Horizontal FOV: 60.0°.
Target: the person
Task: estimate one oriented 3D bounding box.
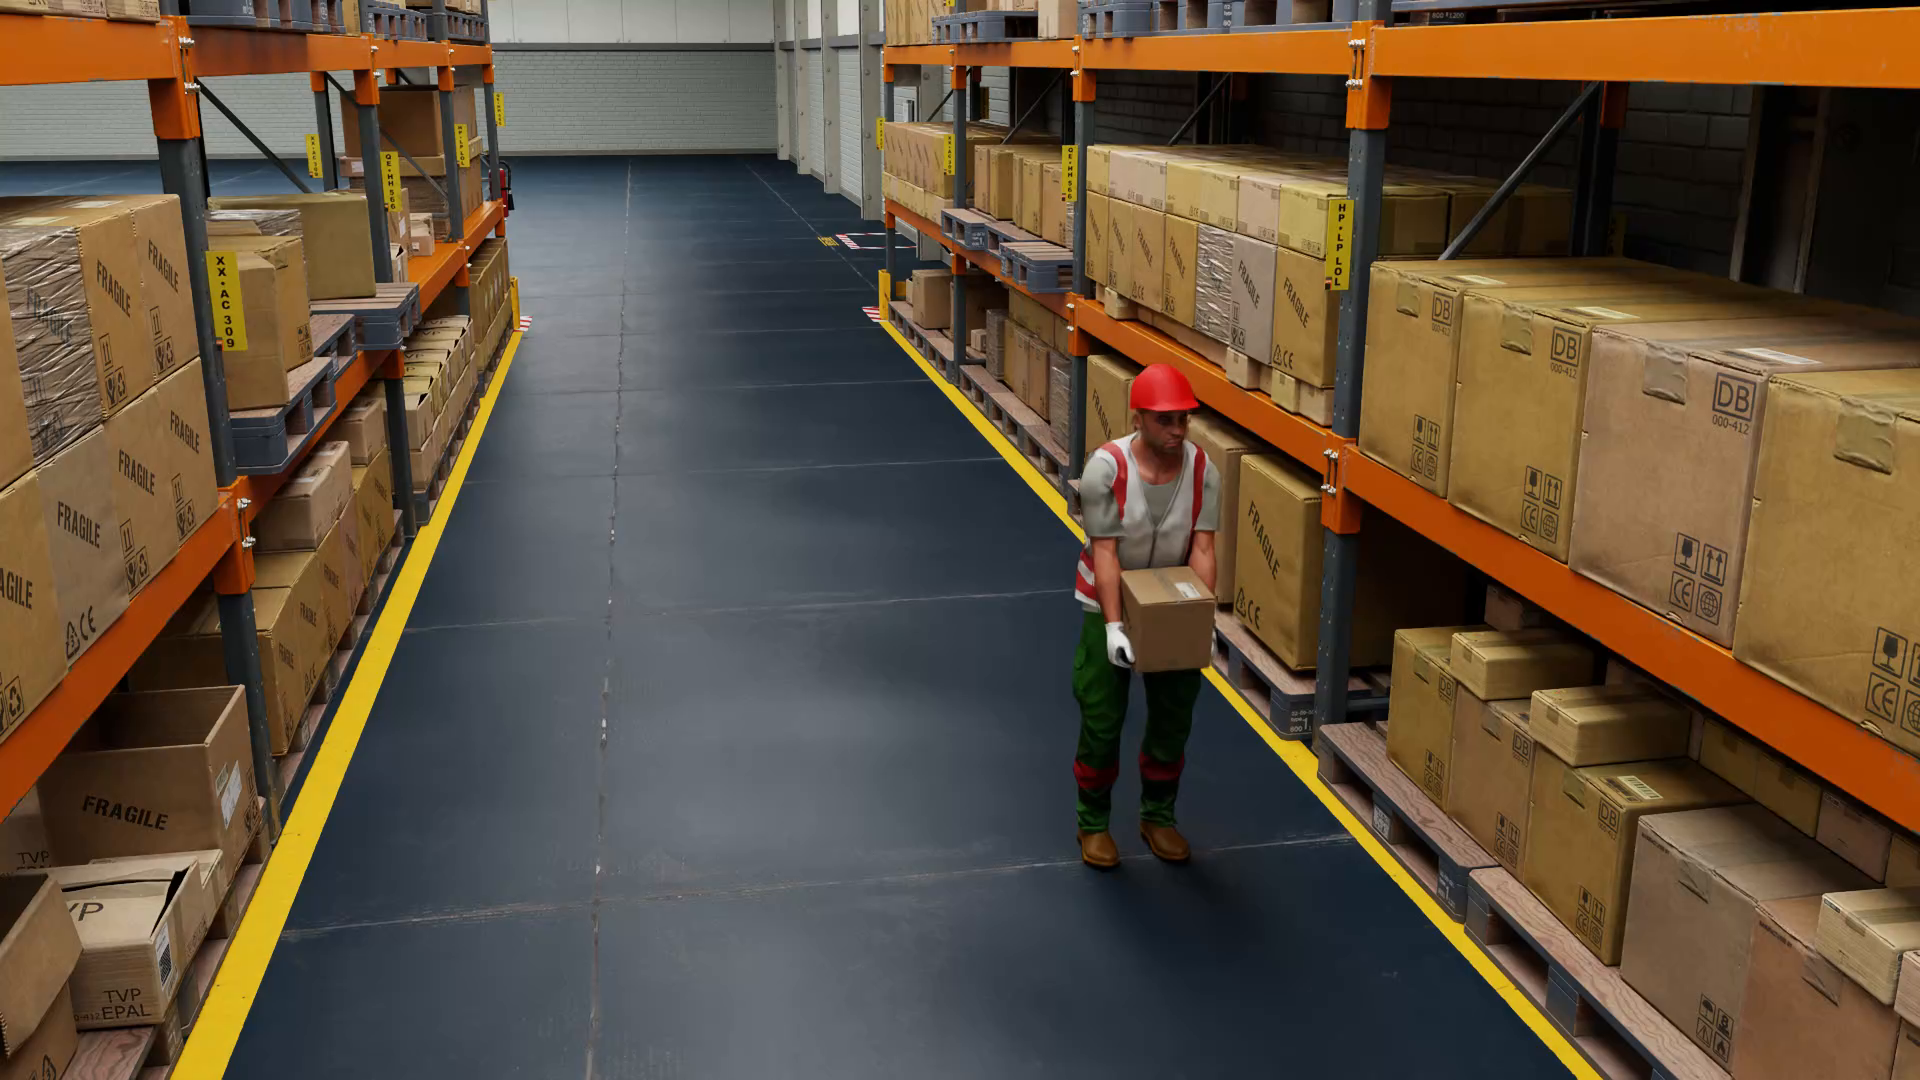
[{"bbox_3d":[0.626,0.274,5.597,0.469,1.760,0.583,-3,17,-11],"label":"person"}]
